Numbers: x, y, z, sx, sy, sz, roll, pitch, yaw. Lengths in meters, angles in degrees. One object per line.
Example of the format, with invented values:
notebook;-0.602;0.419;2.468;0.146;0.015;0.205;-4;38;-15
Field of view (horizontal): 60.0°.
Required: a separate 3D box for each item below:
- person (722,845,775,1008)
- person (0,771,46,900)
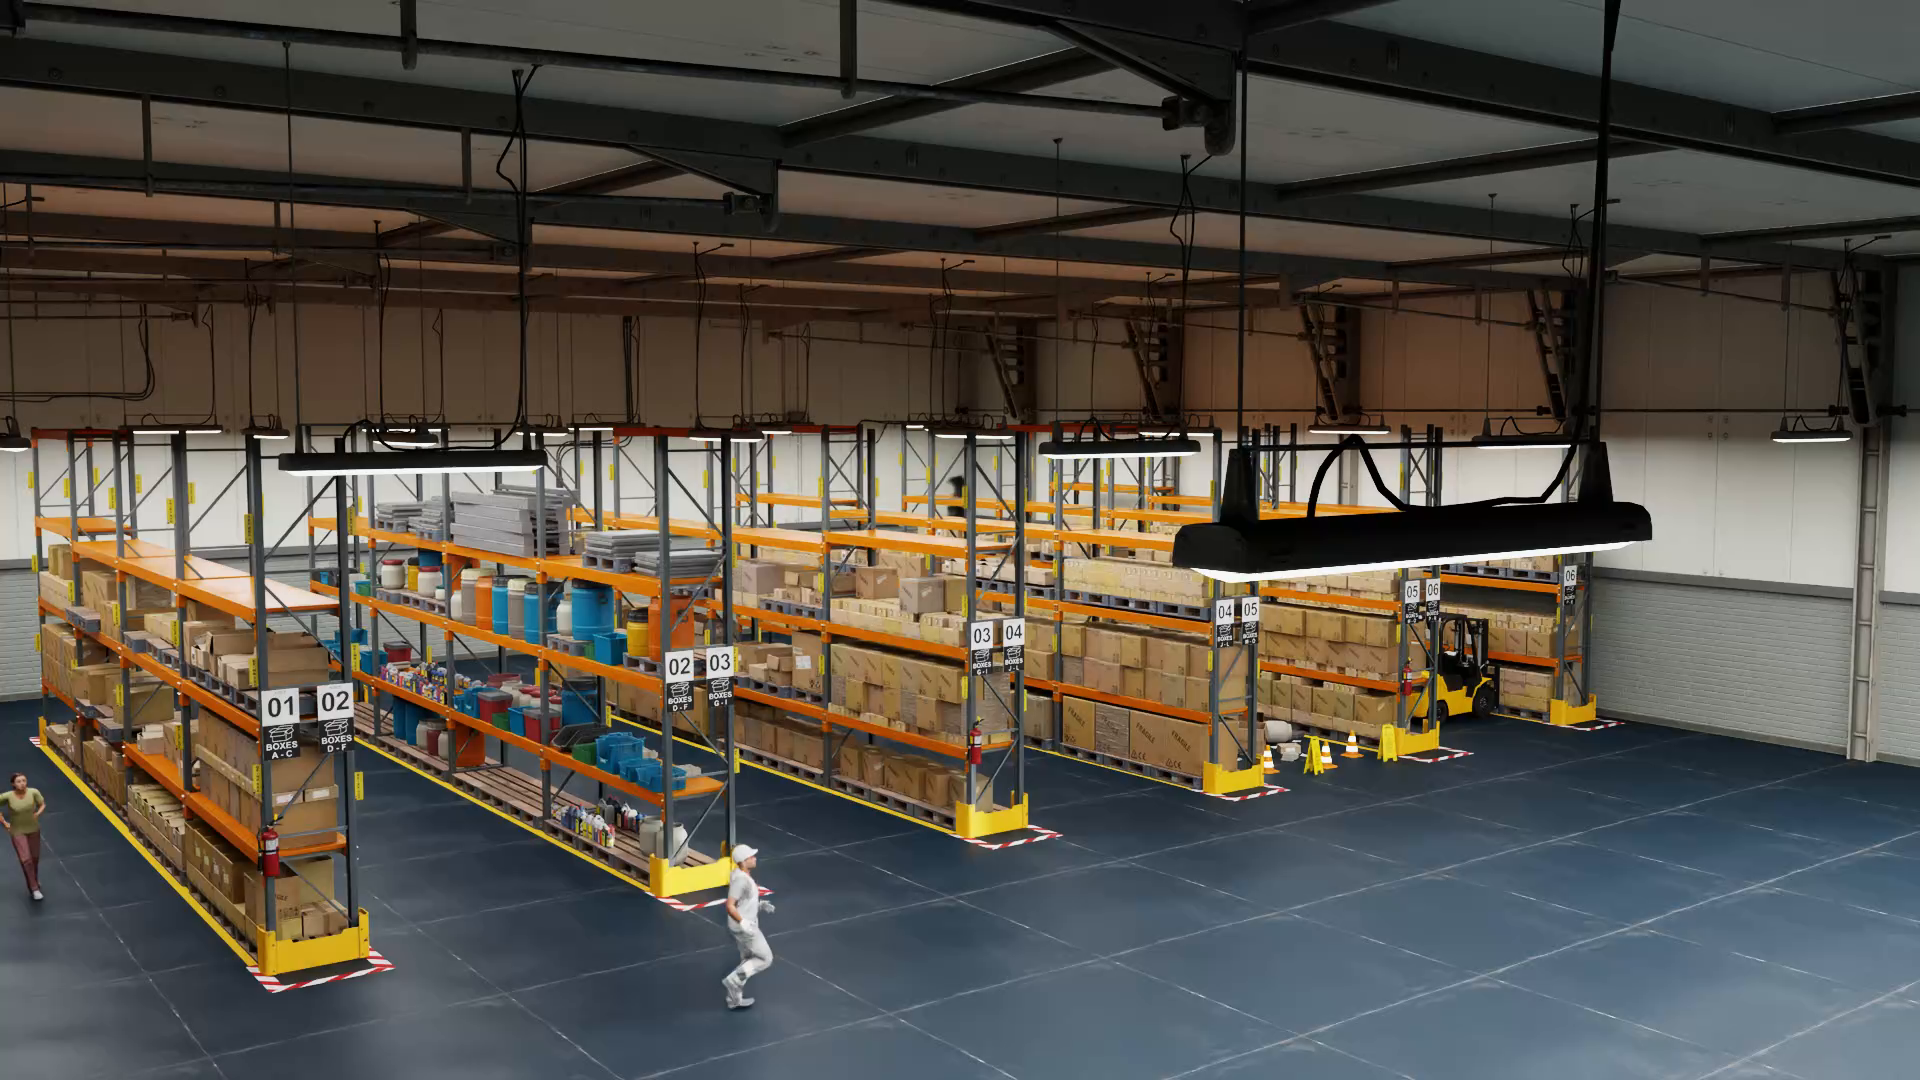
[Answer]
person;-2.238;4.079;17.577;0.590;1.739;0.660;-1;5;-14
person;-12.163;3.796;21.572;0.859;1.640;0.578;4;6;44
